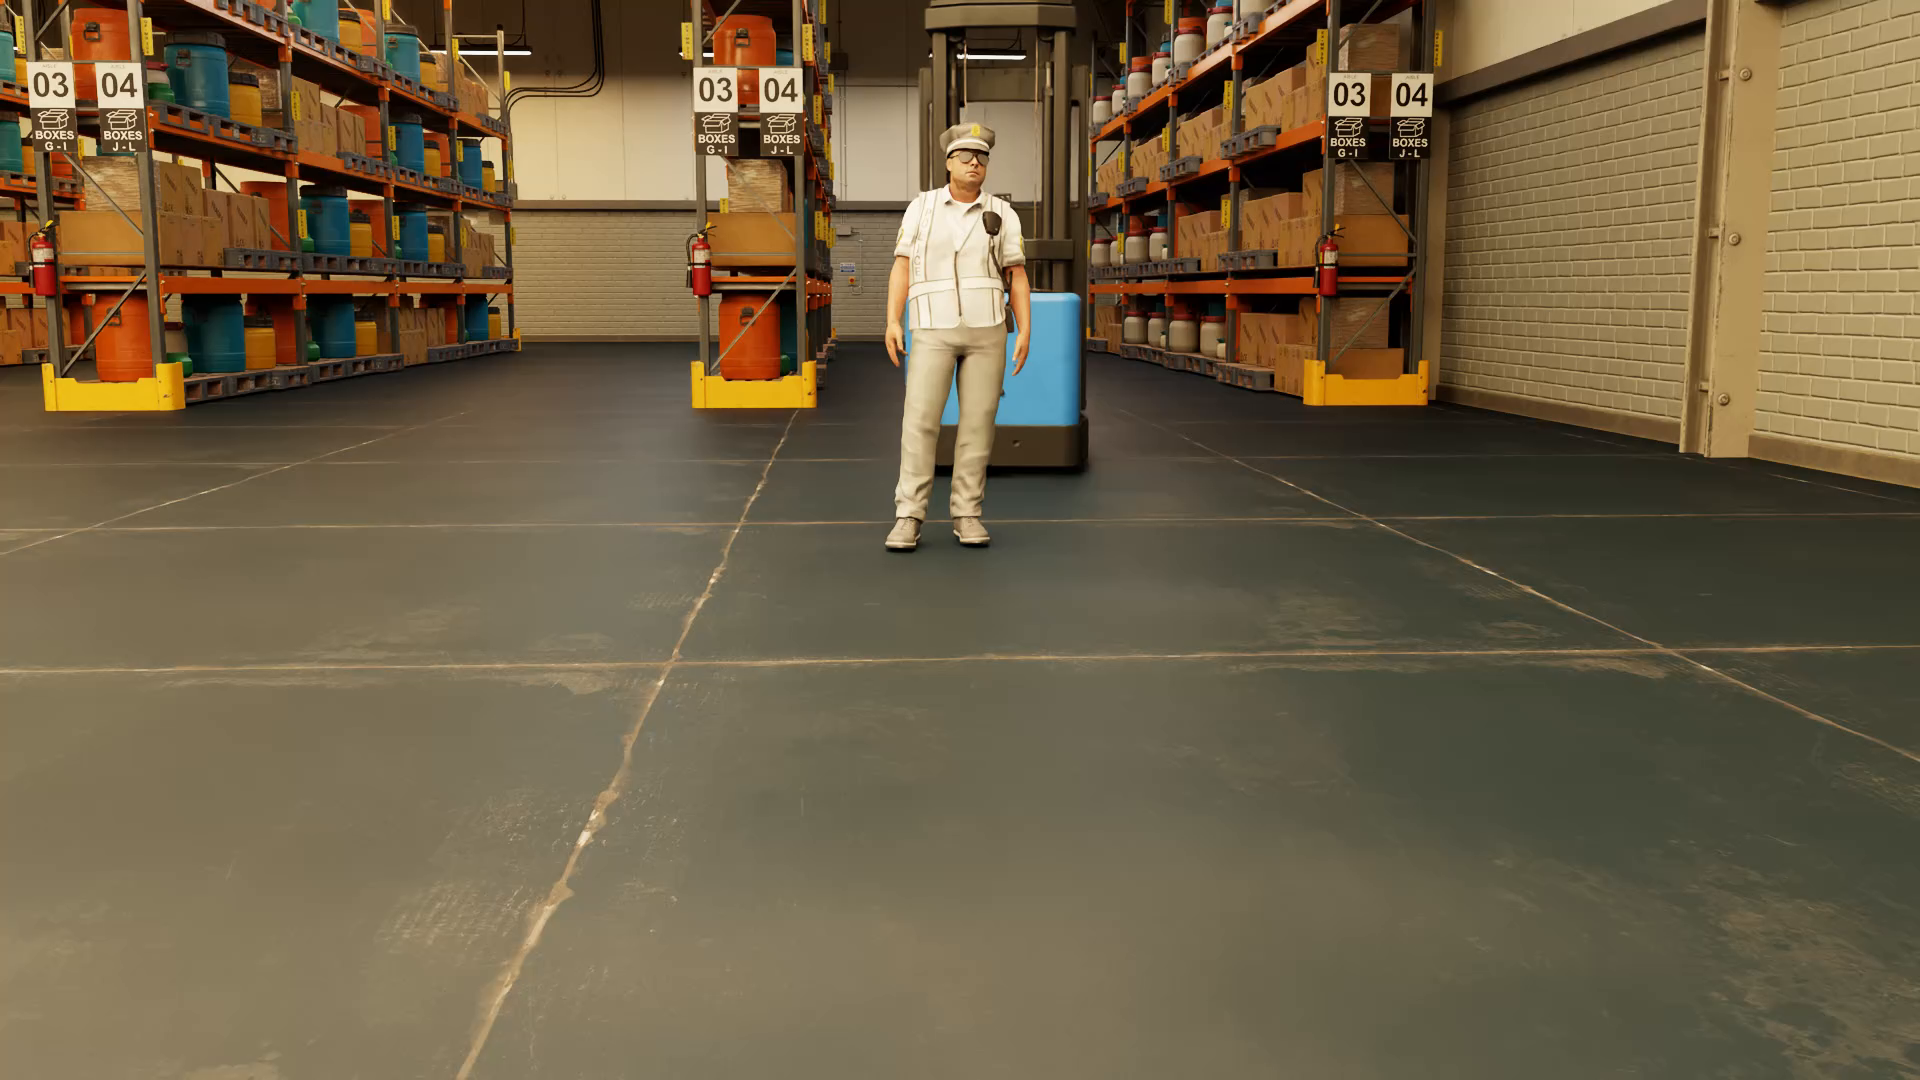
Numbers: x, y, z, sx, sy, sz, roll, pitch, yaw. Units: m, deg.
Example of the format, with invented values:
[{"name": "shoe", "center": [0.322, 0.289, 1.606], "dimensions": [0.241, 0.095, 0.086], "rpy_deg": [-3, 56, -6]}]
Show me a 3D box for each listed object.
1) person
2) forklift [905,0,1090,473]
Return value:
[{"name": "person", "center": [-0.007, -0.878, 7.100], "dimensions": [0.641, 1.780, 0.574], "rpy_deg": [-1, 8, -4]}, {"name": "forklift", "center": [0.304, -2.032, 11.014], "dimensions": [1.130, 2.935, 3.031], "rpy_deg": [1, 8, 5]}]
